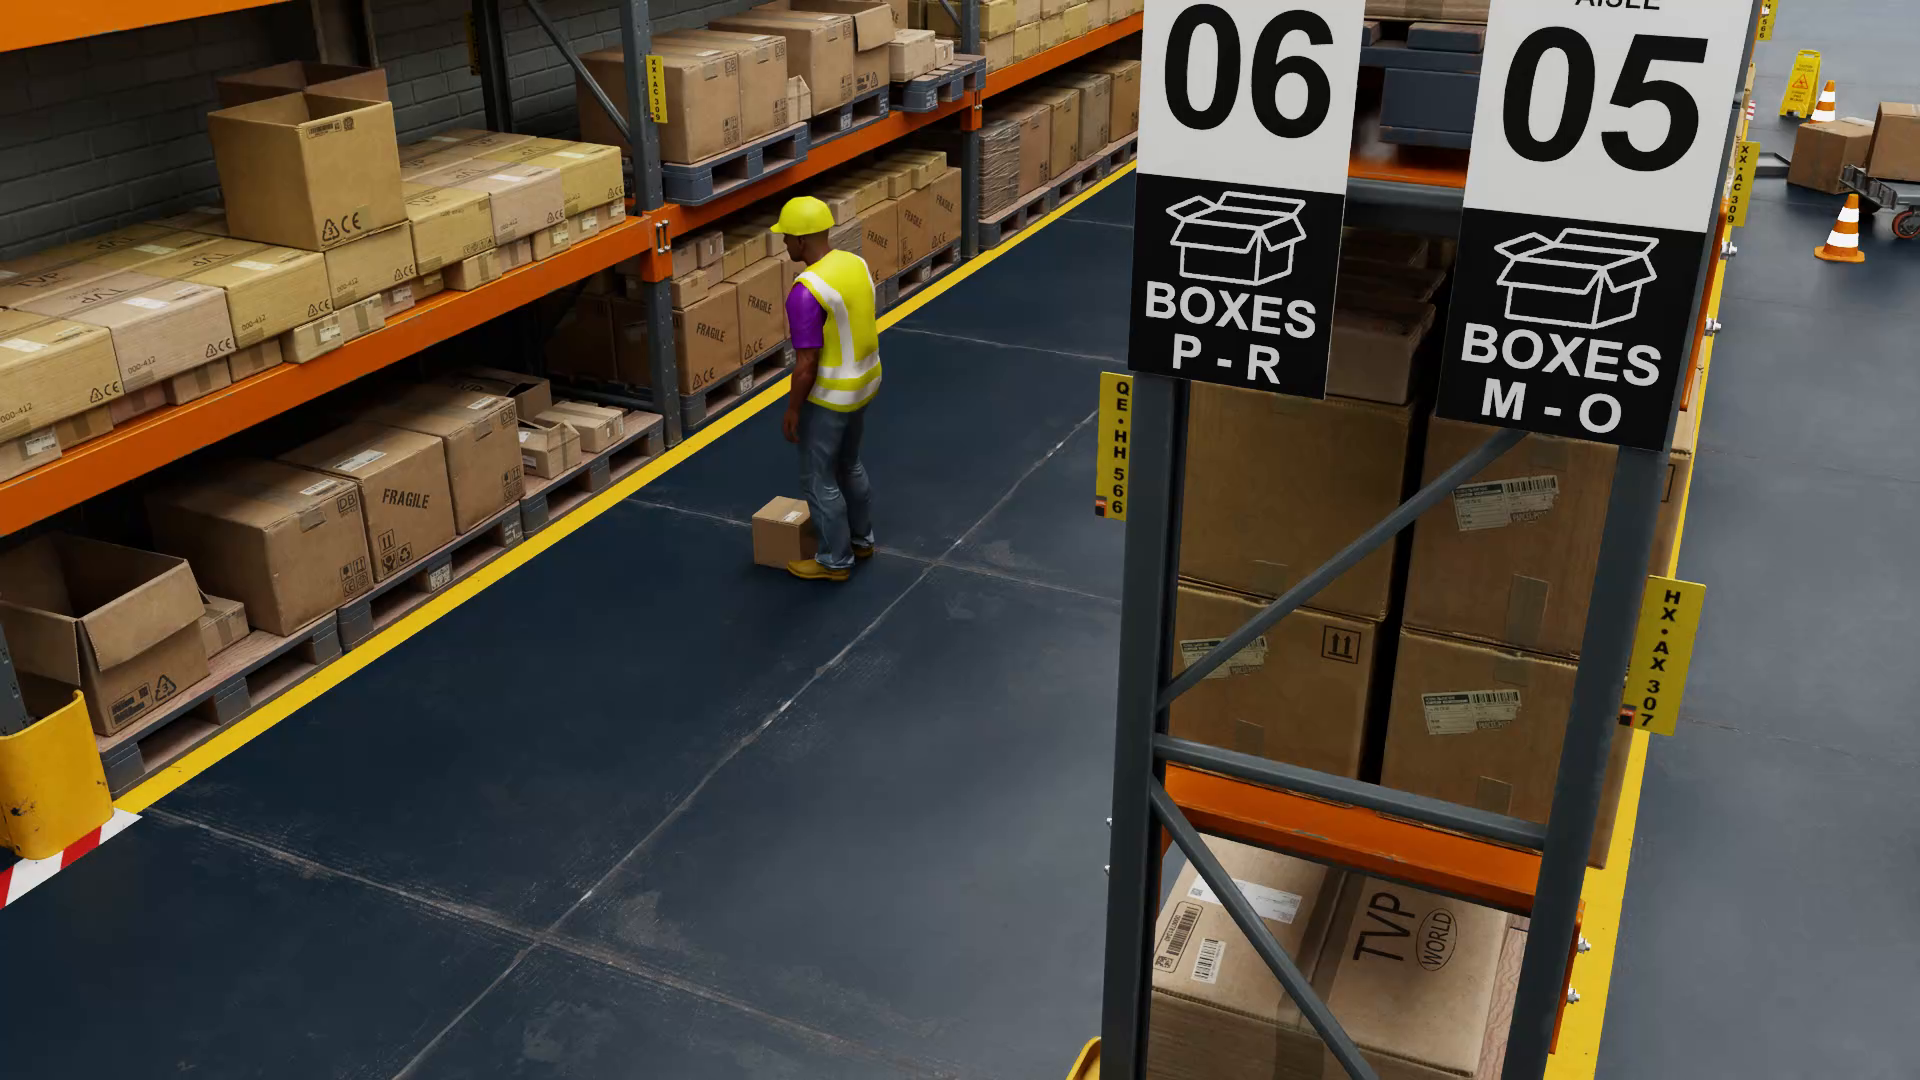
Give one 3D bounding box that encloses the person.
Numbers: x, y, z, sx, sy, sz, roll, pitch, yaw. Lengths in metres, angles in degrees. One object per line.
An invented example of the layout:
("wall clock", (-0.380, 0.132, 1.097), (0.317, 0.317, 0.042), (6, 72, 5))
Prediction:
("person", (-0.595, -0.671, 7.469), (0.456, 1.761, 0.627), (12, 28, 22))
